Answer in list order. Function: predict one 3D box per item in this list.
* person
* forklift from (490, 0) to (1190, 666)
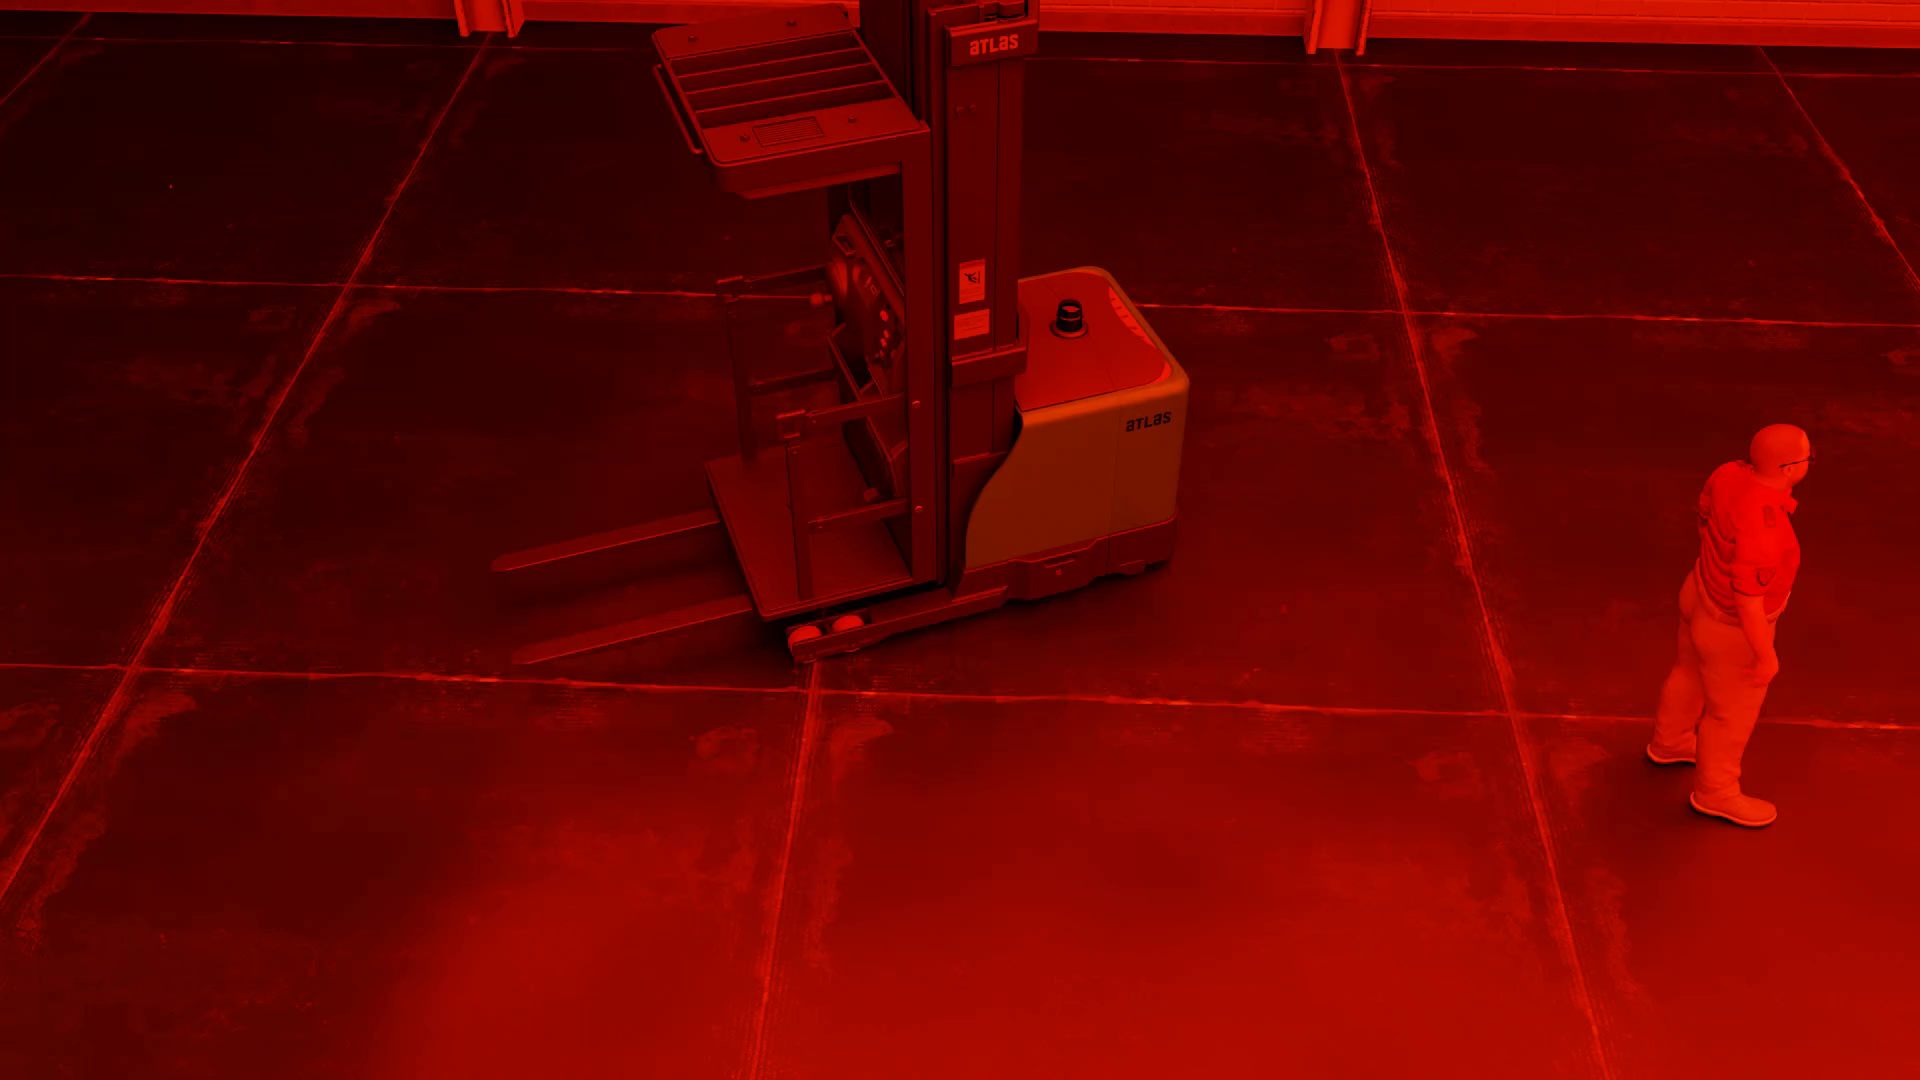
[{"bbox_3d":[3.010,0.292,6.304,0.551,1.727,0.640,2,42,2],"label":"person"},{"bbox_3d":[-0.573,-0.945,6.778,3.031,2.935,1.130,-13,44,-14],"label":"forklift"}]
